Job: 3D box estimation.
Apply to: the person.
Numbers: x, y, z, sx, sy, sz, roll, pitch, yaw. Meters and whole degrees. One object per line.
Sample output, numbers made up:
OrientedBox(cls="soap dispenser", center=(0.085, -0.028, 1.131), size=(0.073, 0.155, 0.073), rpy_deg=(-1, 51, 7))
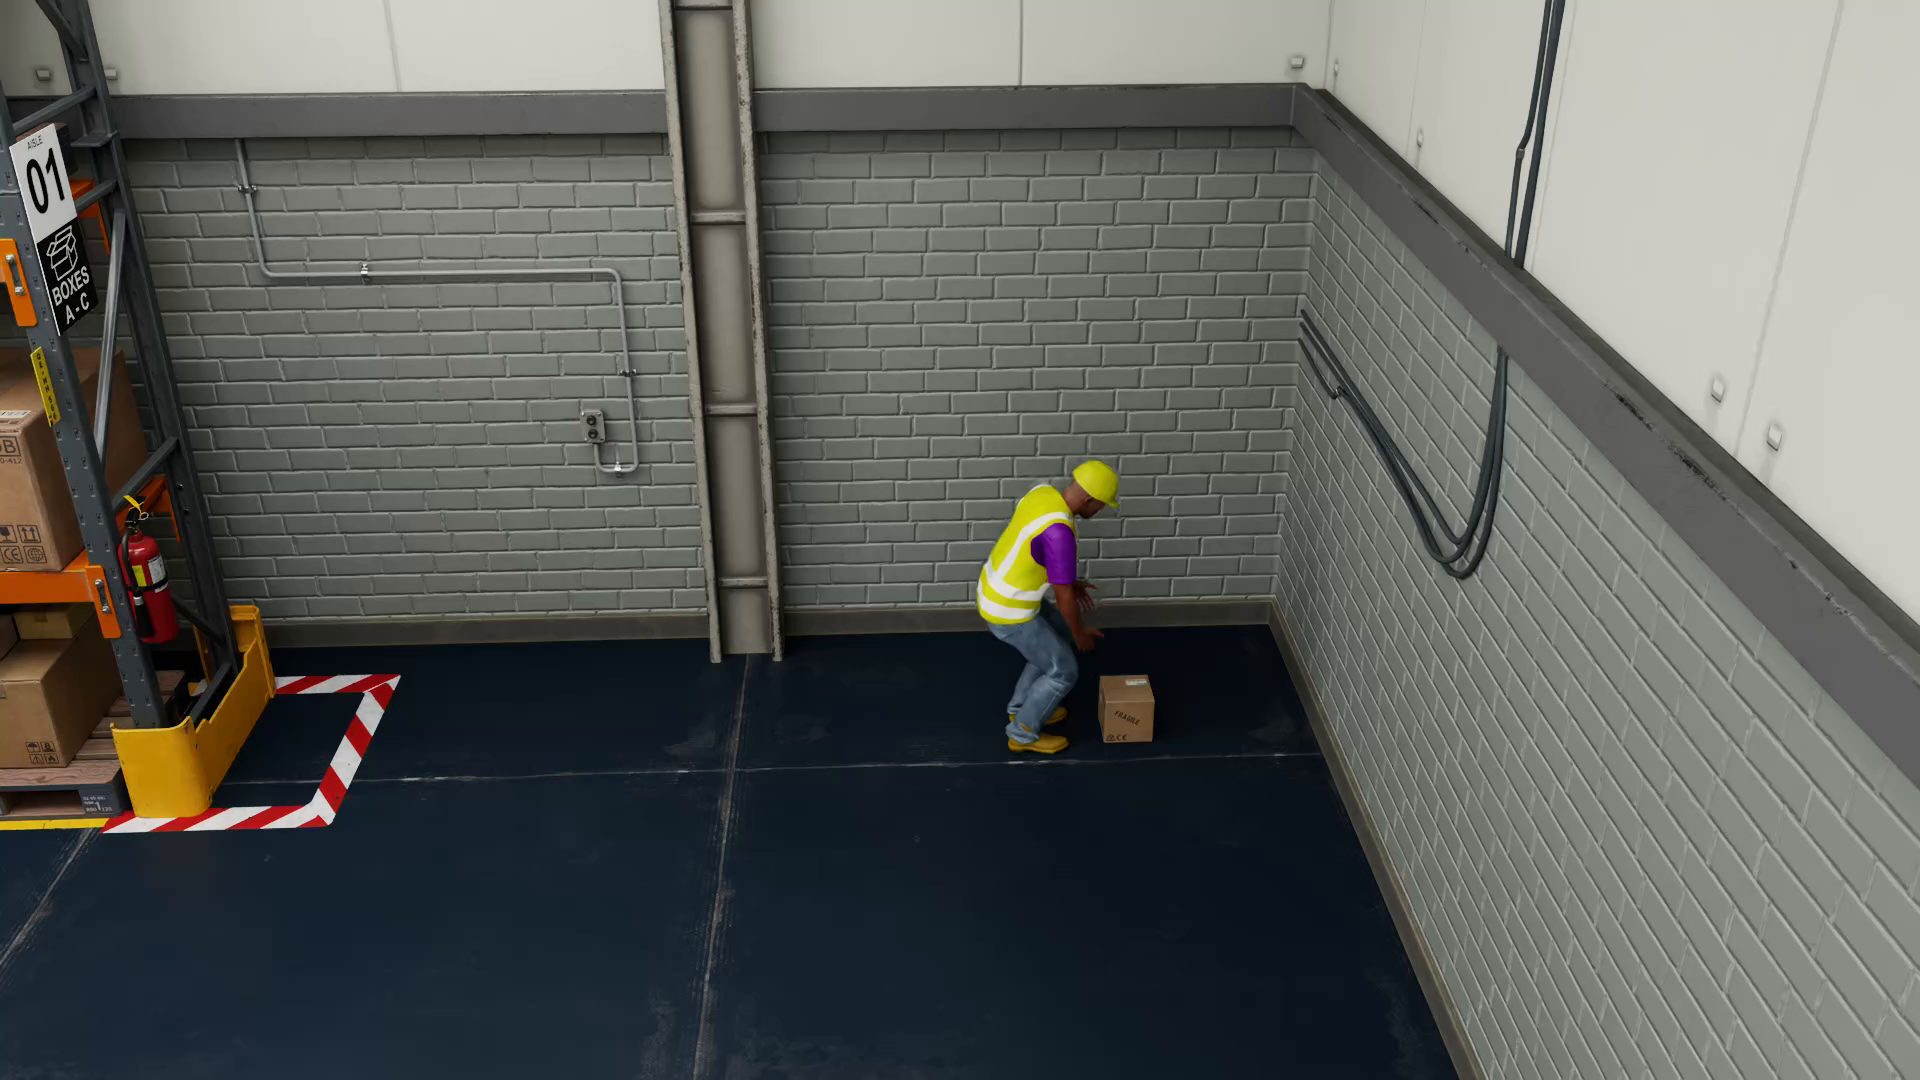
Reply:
OrientedBox(cls="person", center=(0.430, 0.317, 8.284), size=(0.708, 1.490, 0.629), rpy_deg=(-1, 27, -2))
